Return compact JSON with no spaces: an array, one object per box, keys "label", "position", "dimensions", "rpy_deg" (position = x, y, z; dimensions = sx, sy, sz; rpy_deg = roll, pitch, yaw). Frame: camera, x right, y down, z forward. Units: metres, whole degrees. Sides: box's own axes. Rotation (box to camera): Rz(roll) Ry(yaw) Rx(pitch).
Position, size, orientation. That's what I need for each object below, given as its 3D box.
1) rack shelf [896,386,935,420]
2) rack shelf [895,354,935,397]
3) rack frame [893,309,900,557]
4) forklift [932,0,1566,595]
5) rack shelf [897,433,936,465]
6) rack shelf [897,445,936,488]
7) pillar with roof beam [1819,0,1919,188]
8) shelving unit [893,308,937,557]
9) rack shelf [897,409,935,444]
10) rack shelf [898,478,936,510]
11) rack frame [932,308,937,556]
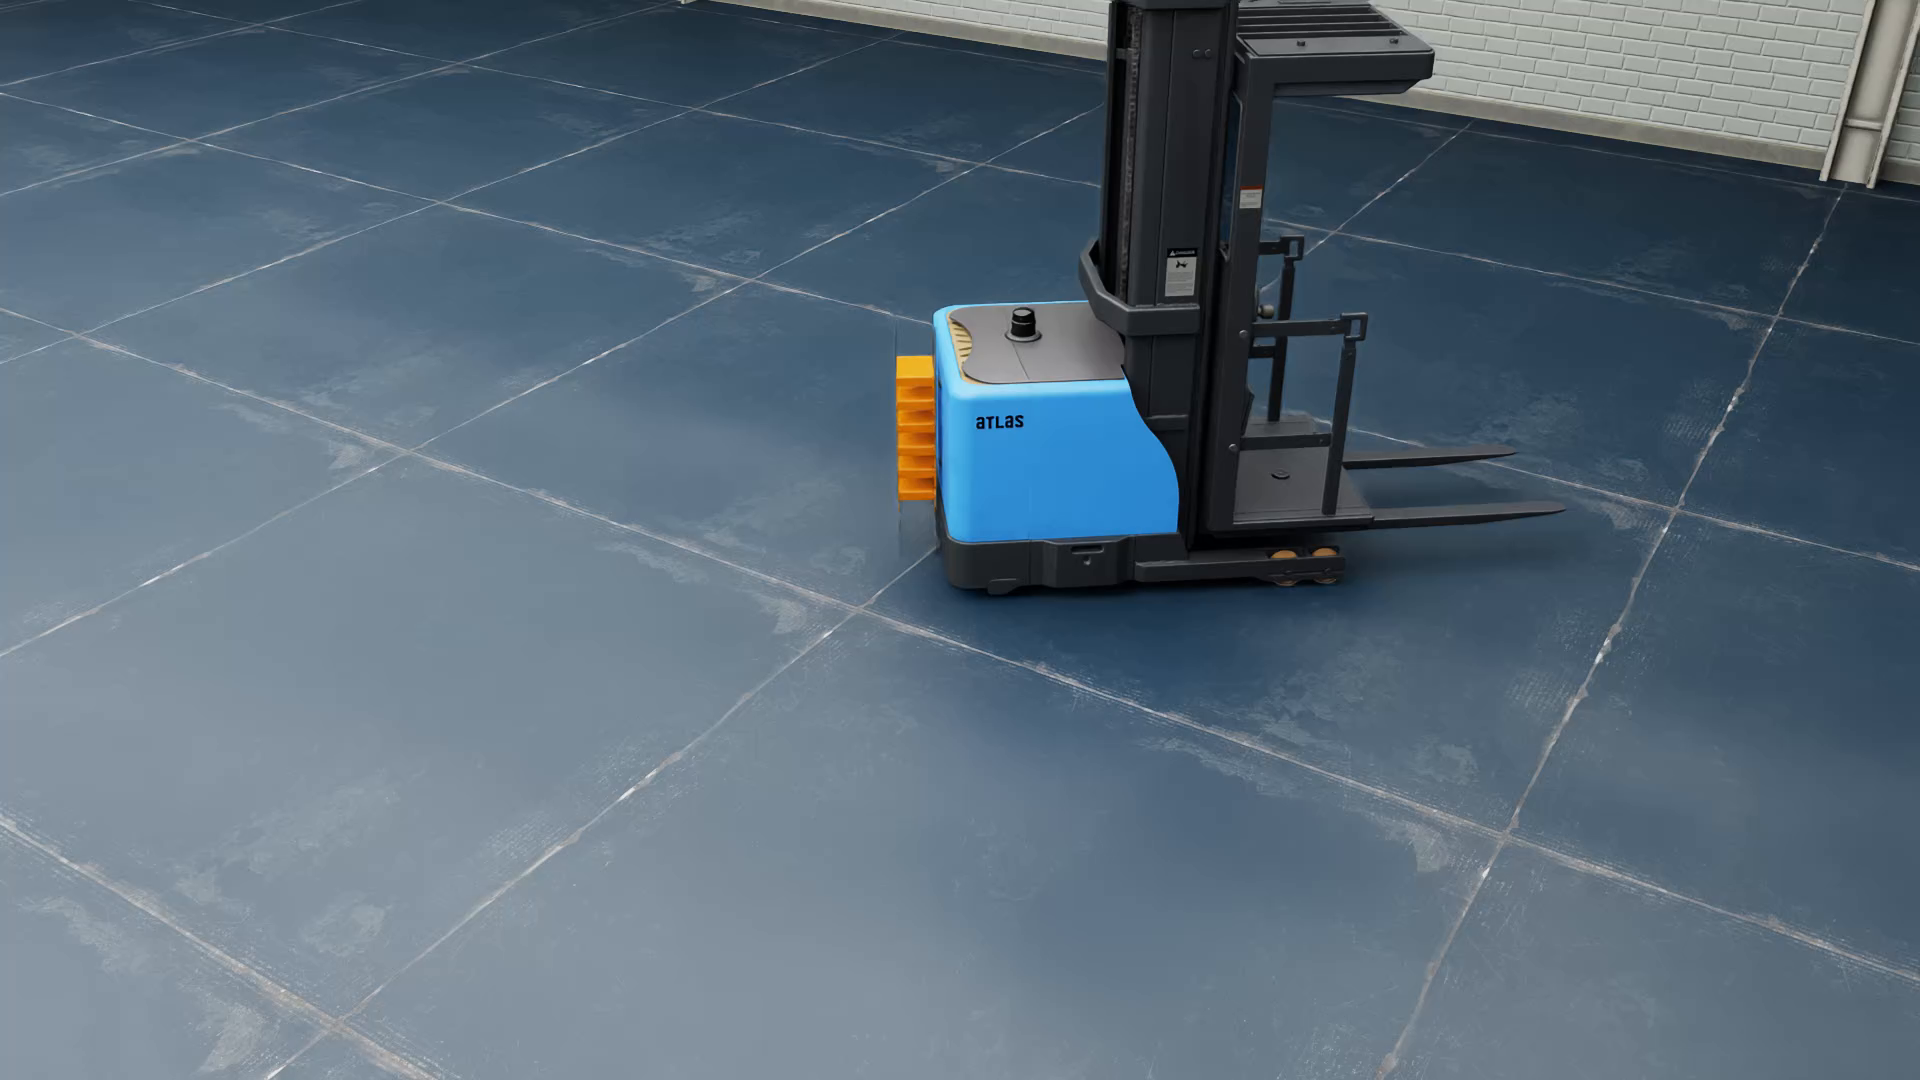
[{"label":"rack shelf","position":[-0.211,-0.664,7.808],"dimensions":[0.180,0.103,0.258],"rpy_deg":[-1,31,-2]},{"label":"rack shelf","position":[-0.211,-0.767,7.746],"dimensions":[0.180,0.103,0.258],"rpy_deg":[-1,31,-2]},{"label":"rack frame","position":[-0.302,-0.494,7.904],"dimensions":[0.006,1.200,0.240],"rpy_deg":[-1,31,-2]},{"label":"forklift","position":[1.403,-1.312,7.589],"dimensions":[3.031,2.935,1.130],"rpy_deg":[-3,30,-5]},{"label":"rack shelf","position":[-0.211,-0.458,7.930],"dimensions":[0.180,0.103,0.258],"rpy_deg":[-1,31,-2]},{"label":"rack shelf","position":[-0.211,-0.355,7.991],"dimensions":[0.180,0.103,0.258],"rpy_deg":[-1,31,-2]},{"label":"pillar with roof beam","position":[4.738,-4.902,7.723],"dimensions":[0.400,9.000,9.100],"rpy_deg":[18,35,27]},{"label":"shelving unit","position":[-0.211,-0.496,7.907],"dimensions":[0.189,1.200,0.258],"rpy_deg":[-1,31,-2]},{"label":"rack shelf","position":[-0.211,-0.561,7.869],"dimensions":[0.180,0.103,0.258],"rpy_deg":[-1,31,-2]},{"label":"rack shelf","position":[-0.211,-0.252,8.053],"dimensions":[0.180,0.103,0.258],"rpy_deg":[-1,31,-2]},{"label":"rack frame","position":[-0.120,-0.498,7.911],"dimensions":[0.006,1.200,0.240],"rpy_deg":[-1,31,-2]}]
